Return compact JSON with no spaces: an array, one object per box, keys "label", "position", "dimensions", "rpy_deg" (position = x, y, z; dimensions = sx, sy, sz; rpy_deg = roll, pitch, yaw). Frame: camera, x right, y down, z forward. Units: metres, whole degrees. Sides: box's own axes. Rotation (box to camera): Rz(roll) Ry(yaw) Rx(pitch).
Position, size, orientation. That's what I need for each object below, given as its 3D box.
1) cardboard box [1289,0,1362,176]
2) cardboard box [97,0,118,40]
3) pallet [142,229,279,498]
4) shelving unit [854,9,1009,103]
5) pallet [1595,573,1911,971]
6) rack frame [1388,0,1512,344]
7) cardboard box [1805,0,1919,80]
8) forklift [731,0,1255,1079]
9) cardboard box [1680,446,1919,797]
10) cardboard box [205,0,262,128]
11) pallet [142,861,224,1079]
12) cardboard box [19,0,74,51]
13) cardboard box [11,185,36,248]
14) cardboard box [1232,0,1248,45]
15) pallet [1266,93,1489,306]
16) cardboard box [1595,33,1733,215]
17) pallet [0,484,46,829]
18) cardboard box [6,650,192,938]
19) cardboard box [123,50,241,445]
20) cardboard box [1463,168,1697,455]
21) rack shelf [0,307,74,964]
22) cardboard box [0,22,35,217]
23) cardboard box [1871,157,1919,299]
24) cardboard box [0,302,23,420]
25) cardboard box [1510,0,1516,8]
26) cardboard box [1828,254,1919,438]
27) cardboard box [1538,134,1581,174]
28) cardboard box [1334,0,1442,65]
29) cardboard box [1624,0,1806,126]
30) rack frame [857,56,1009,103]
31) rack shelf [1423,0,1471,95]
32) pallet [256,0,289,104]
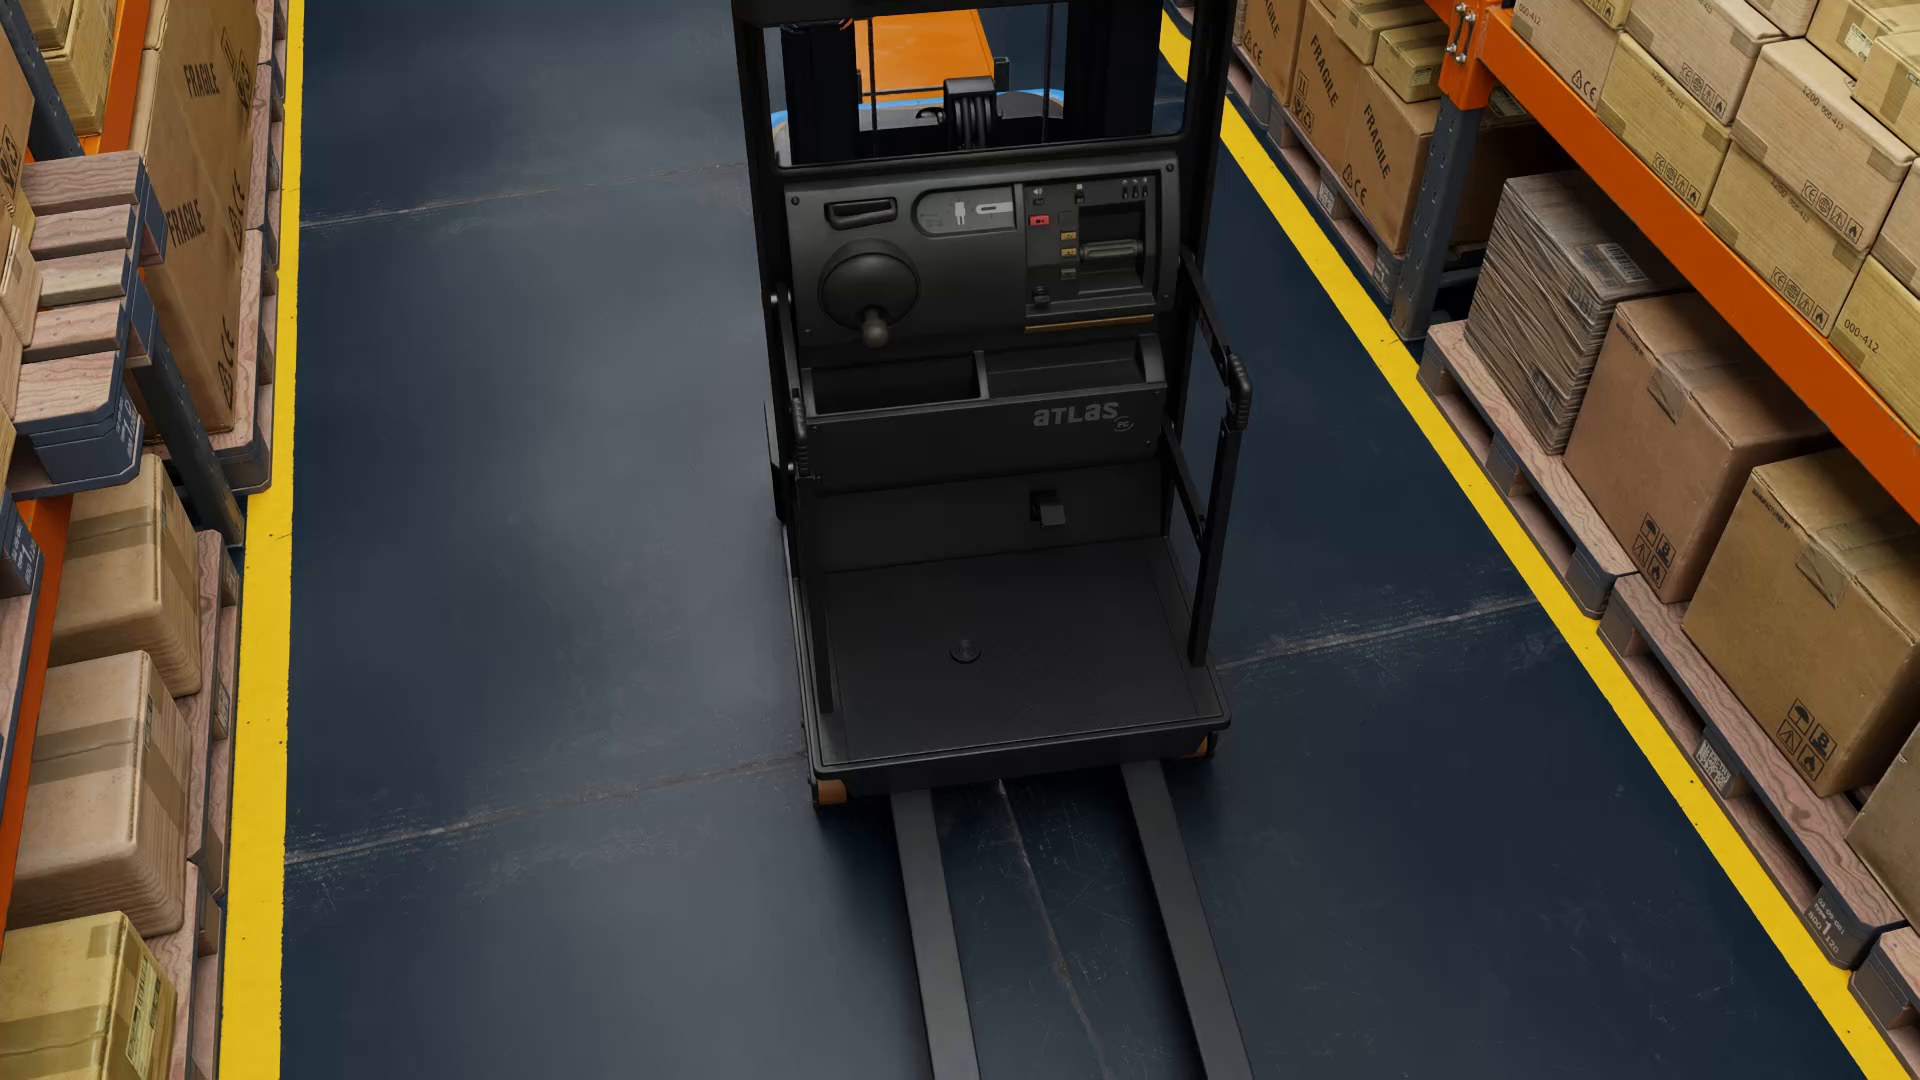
[{"label":"cardboard box","position":[1.615,-1.756,6.327],"dimensions":[0.500,0.500,0.500],"rpy_deg":[-11,47,-11]},{"label":"cardboard box","position":[-2.778,-1.656,4.878],"dimensions":[0.500,0.250,0.500],"rpy_deg":[-12,47,-11]},{"label":"pallet","position":[-2.877,-0.556,5.647],"dimensions":[1.003,0.211,1.213],"rpy_deg":[-11,47,-10]},{"label":"shelving unit","position":[-0.176,-1.423,5.857],"dimensions":[0.538,1.125,1.048],"rpy_deg":[-6,46,-6]},{"label":"pallet","position":[2.531,0.509,4.604],"dimensions":[1.003,0.211,1.213],"rpy_deg":[-11,47,-10]},{"label":"rack frame","position":[2.049,-1.884,4.996],"dimensions":[1.000,3.000,0.127],"rpy_deg":[-11,47,-10]},{"label":"cardboard box","position":[2.179,-1.169,3.771],"dimensions":[0.380,0.149,0.250],"rpy_deg":[-10,46,-10]},{"label":"forklift","position":[0.097,-0.586,3.772],"dimensions":[1.130,2.935,3.031],"rpy_deg":[-6,46,-6]},{"label":"cardboard box","position":[2.543,0.148,4.373],"dimensions":[0.875,0.625,0.625],"rpy_deg":[-12,47,-12]},{"label":"cardboard box","position":[-3.297,-2.103,6.404],"dimensions":[0.875,0.875,0.875],"rpy_deg":[-9,46,-9]},{"label":"pallet","position":[-2.240,1.383,3.747],"dimensions":[1.003,0.211,1.213],"rpy_deg":[-11,47,-10]},{"label":"cardboard box","position":[-2.639,-1.491,4.366],"dimensions":[0.500,0.250,0.500],"rpy_deg":[-11,47,-11]},{"label":"cardboard box","position":[-2.298,-0.677,3.695],"dimensions":[0.380,0.149,0.250],"rpy_deg":[-10,46,-10]},{"label":"cardboard box","position":[1.328,-2.472,7.028],"dimensions":[0.500,0.500,0.500],"rpy_deg":[-12,47,-12]},{"label":"pallet","position":[1.895,-1.430,6.504],"dimensions":[1.003,0.211,1.213],"rpy_deg":[-11,47,-10]},{"label":"cardboard box","position":[2.051,-1.132,4.364],"dimensions":[0.500,0.250,0.500],"rpy_deg":[-12,47,-11]},{"label":"pallet","position":[-2.202,0.453,2.840],"dimensions":[1.003,0.211,1.213],"rpy_deg":[-11,47,-10]},{"label":"cardboard box","position":[-2.416,0.699,4.010],"dimensions":[0.950,0.372,0.625],"rpy_deg":[-12,47,-11]},{"label":"cardboard box","position":[-2.844,-0.869,5.195],"dimensions":[0.875,0.875,0.875],"rpy_deg":[-11,47,-11]},{"label":"cardboard box","position":[2.196,-0.766,5.269],"dimensions":[0.875,0.625,0.625],"rpy_deg":[-9,46,-9]},{"label":"rack shelf","position":[-2.236,0.659,3.008],"dimensions":[1.077,0.370,4.000],"rpy_deg":[-11,47,-10]},{"label":"cardboard box","position":[-2.363,-0.997,3.554],"dimensions":[0.500,0.500,0.500],"rpy_deg":[-12,47,-11]},{"label":"cardboard box","position":[2.326,-0.596,3.489],"dimensions":[0.500,0.250,0.500],"rpy_deg":[-10,46,-10]},{"label":"cardboard box","position":[-2.133,-0.336,3.361],"dimensions":[0.380,0.149,0.250],"rpy_deg":[-13,47,-12]},{"label":"cardboard box","position":[2.175,-1.988,6.100],"dimensions":[0.380,0.149,0.250],"rpy_deg":[-9,46,-9]},{"label":"cardboard box","position":[2.320,-0.419,3.666],"dimensions":[0.500,0.250,0.500],"rpy_deg":[-9,46,-9]},{"label":"cardboard box","position":[2.212,-1.498,6.074],"dimensions":[0.500,0.500,0.500],"rpy_deg":[-9,46,-9]},{"label":"cardboard box","position":[1.578,-1.860,5.975],"dimensions":[0.380,0.149,0.250],"rpy_deg":[-13,47,-12]},{"label":"cardboard box","position":[2.054,-1.309,4.188],"dimensions":[0.500,0.250,0.500],"rpy_deg":[-9,46,-9]},{"label":"rack frame","position":[-0.098,-1.064,5.505],"dimensions":[0.500,1.125,0.032],"rpy_deg":[-6,46,-6]},{"label":"rack shelf","position":[1.537,-3.013,6.606],"dimensions":[1.077,0.370,4.000],"rpy_deg":[-11,47,-10]},{"label":"pallet","position":[-3.502,-2.240,7.298],"dimensions":[1.003,0.211,1.213],"rpy_deg":[-11,47,-10]}]
